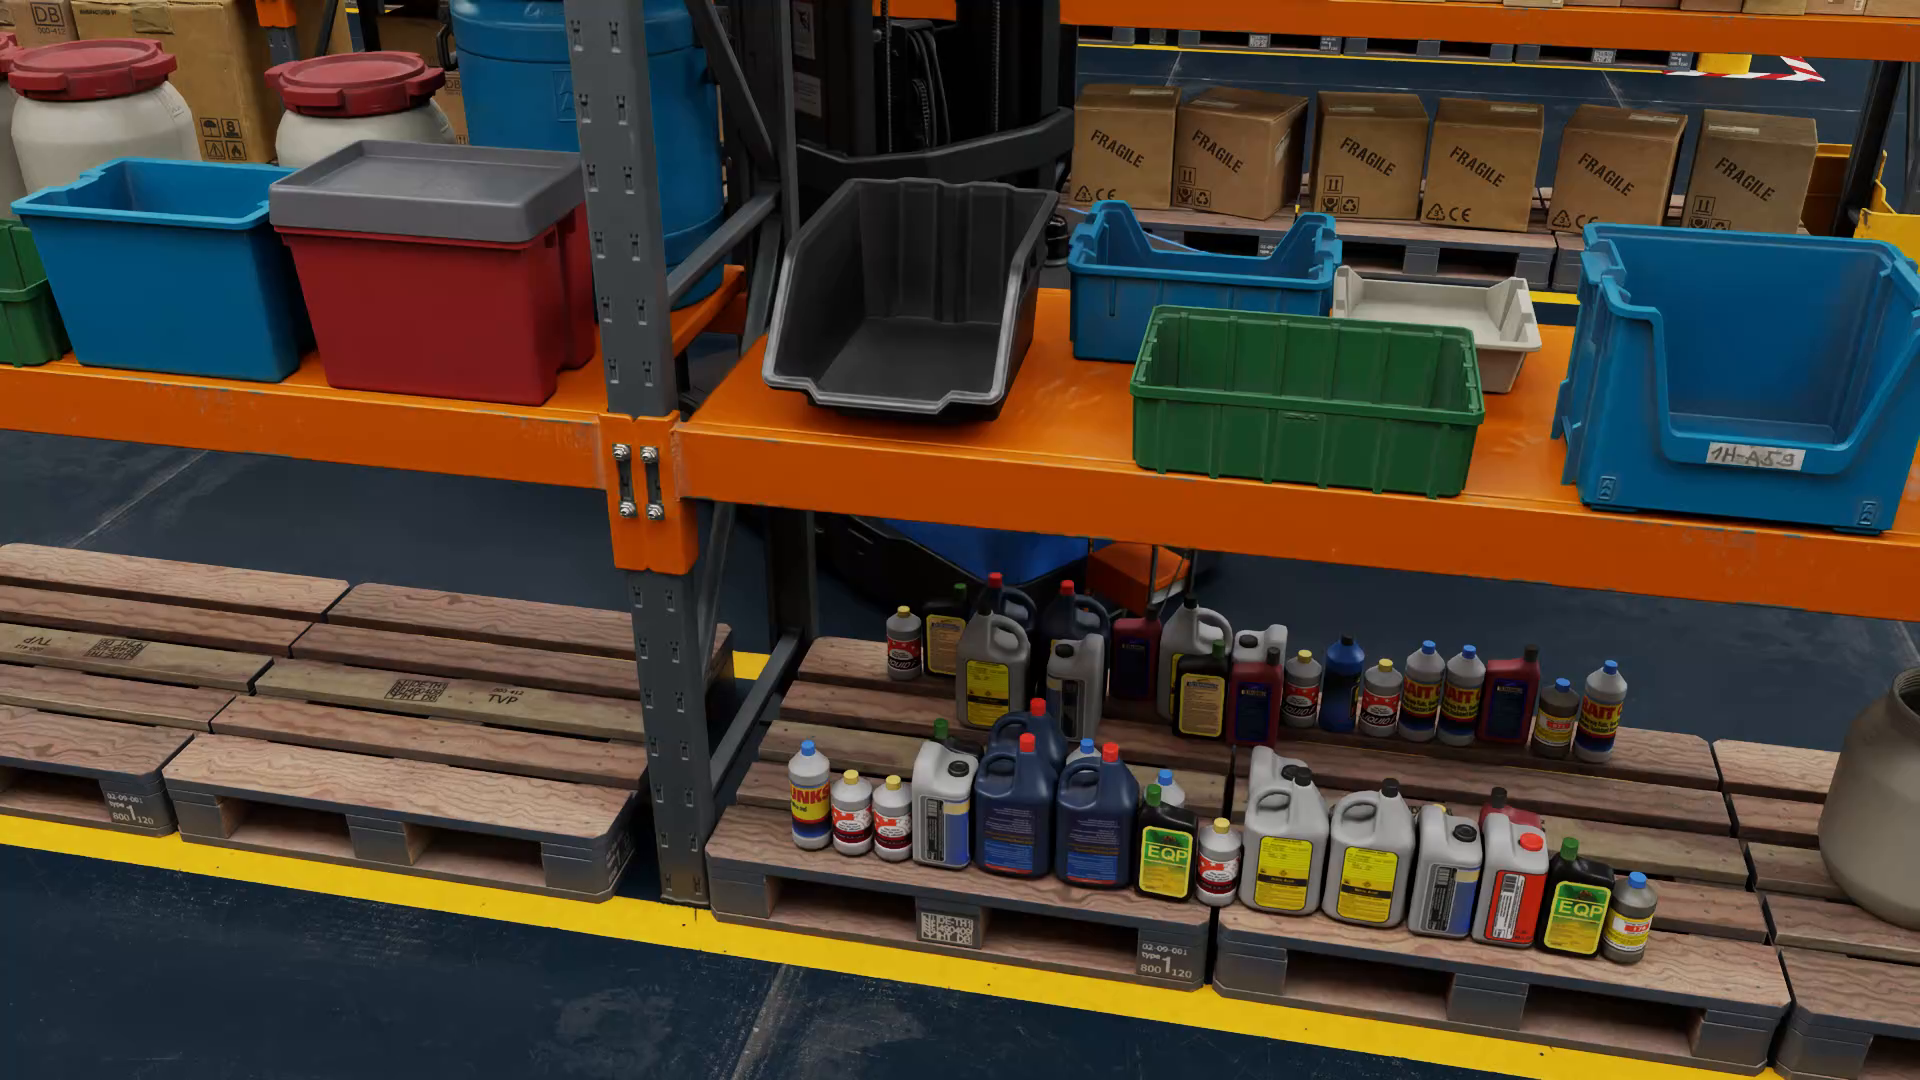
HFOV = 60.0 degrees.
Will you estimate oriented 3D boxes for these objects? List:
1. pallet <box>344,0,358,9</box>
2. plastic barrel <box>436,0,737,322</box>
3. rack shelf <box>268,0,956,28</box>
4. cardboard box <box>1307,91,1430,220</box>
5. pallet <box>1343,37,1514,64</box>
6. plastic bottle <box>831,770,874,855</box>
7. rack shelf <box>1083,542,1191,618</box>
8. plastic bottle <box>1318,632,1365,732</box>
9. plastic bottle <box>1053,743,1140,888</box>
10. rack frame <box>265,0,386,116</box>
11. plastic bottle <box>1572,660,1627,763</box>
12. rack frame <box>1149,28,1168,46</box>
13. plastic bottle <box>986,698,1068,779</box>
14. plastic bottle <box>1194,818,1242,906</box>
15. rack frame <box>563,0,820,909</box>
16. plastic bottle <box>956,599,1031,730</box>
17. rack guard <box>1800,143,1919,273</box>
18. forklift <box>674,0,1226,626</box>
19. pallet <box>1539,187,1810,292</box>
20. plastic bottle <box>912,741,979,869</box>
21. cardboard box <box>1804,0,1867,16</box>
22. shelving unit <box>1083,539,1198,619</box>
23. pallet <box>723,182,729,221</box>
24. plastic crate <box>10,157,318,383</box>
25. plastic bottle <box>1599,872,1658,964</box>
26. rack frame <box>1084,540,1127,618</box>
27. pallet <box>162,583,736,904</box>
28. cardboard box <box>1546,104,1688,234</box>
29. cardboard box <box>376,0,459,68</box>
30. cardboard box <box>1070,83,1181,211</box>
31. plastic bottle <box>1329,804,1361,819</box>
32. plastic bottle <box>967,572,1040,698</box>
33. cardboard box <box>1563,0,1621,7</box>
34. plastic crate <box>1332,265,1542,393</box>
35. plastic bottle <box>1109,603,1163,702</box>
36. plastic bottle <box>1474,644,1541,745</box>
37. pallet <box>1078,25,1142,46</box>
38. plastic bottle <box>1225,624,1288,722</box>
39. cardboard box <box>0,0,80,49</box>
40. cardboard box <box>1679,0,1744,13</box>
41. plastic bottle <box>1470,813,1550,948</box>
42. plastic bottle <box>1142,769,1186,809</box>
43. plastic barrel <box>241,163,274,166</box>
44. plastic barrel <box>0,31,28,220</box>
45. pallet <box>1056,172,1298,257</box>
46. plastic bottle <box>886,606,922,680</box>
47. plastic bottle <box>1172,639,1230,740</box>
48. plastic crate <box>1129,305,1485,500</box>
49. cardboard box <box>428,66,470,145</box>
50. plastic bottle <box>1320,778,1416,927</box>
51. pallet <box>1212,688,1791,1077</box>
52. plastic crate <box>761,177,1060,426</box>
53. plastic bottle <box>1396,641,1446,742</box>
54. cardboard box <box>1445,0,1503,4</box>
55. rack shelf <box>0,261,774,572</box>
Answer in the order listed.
[{"bbox_3d":[-5.467,-4.796,14.290,1.213,0.211,1.003,6,29,11],"label":"pallet"},{"bbox_3d":[-0.888,-1.050,4.021,0.708,0.901,0.600,6,29,11],"label":"plastic barrel"},{"bbox_3d":[-1.495,-2.860,8.599,4.000,0.370,1.077,6,29,11],"label":"rack shelf"},{"bbox_3d":[2.029,-1.924,8.307,0.500,0.500,0.500,3,29,6],"label":"cardboard box"},{"bbox_3d":[3.519,-3.836,12.538,1.213,0.211,1.003,6,29,11],"label":"pallet"},{"bbox_3d":[-0.254,0.634,3.925,0.097,0.201,0.097,0,29,0],"label":"plastic bottle"},{"bbox_3d":[0.532,0.151,4.969,0.215,0.259,0.240,-24,40,-36],"label":"rack shelf"},{"bbox_3d":[0.999,0.363,4.346,0.097,0.271,0.097,0,29,0],"label":"plastic bottle"},{"bbox_3d":[0.314,0.615,3.803,0.185,0.351,0.144,5,29,8],"label":"plastic bottle"},{"bbox_3d":[-3.451,-3.376,8.793,0.127,3.000,1.000,6,29,11],"label":"rack frame"},{"bbox_3d":[1.630,0.428,4.227,0.097,0.271,0.097,0,29,0],"label":"plastic bottle"},{"bbox_3d":[1.595,-5.294,12.296,0.127,3.000,1.000,6,29,11],"label":"rack frame"},{"bbox_3d":[0.159,0.528,3.962,0.185,0.351,0.144,6,29,11],"label":"plastic bottle"},{"bbox_3d":[0.586,0.720,3.767,0.097,0.201,0.097,0,29,0],"label":"plastic bottle"},{"bbox_3d":[-0.574,-0.649,3.811,0.127,3.000,1.000,6,29,11],"label":"rack frame"},{"bbox_3d":[0.086,0.317,4.347,0.185,0.351,0.144,6,29,11],"label":"plastic bottle"},{"bbox_3d":[4.298,-1.485,7.941,0.348,0.500,1.175,6,29,11],"label":"rack guard"},{"bbox_3d":[-0.453,-1.570,5.565,1.130,2.935,3.031,-22,36,-35],"label":"forklift"},{"bbox_3d":[3.511,-1.456,8.190,1.213,0.211,1.003,6,29,11],"label":"pallet"},{"bbox_3d":[-0.032,0.610,3.889,0.135,0.276,0.152,7,29,12],"label":"plastic bottle"},{"bbox_3d":[3.806,-2.420,7.309,0.250,0.149,0.380,6,29,11],"label":"cardboard box"},{"bbox_3d":[0.542,-0.097,4.821,0.215,1.050,0.252,-24,40,-36],"label":"shelving unit"},{"bbox_3d":[-1.498,-1.950,9.092,1.213,0.211,1.003,6,29,11],"label":"pallet"},{"bbox_3d":[-1.717,-0.606,3.750,0.575,0.384,0.392,6,29,11],"label":"plastic crate"},{"bbox_3d":[1.451,0.809,3.605,0.097,0.201,0.097,0,29,0],"label":"plastic bottle"},{"bbox_3d":[0.460,-0.145,4.897,0.200,1.050,0.008,-24,40,-36],"label":"rack frame"},{"bbox_3d":[-1.350,0.514,4.591,1.213,0.211,1.003,6,29,11],"label":"pallet"},{"bbox_3d":[3.174,-1.776,8.036,0.500,0.500,0.500,14,32,24],"label":"cardboard box"},{"bbox_3d":[-2.790,-2.748,9.010,0.500,0.250,0.500,7,29,13],"label":"cardboard box"},{"bbox_3d":[0.844,-2.004,8.452,0.500,0.500,0.500,5,29,9],"label":"cardboard box"},{"bbox_3d":[0.894,0.681,3.839,0.097,0.201,0.097,0,29,0],"label":"plastic bottle"},{"bbox_3d":[0.116,0.250,4.471,0.185,0.351,0.144,5,29,9],"label":"plastic bottle"},{"bbox_3d":[2.825,-2.513,7.478,0.250,0.149,0.380,6,29,11],"label":"cardboard box"},{"bbox_3d":[1.067,-0.489,3.794,0.437,0.136,0.530,6,29,11],"label":"plastic crate"},{"bbox_3d":[0.472,0.295,4.458,0.133,0.283,0.061,8,30,14],"label":"plastic bottle"},{"bbox_3d":[1.413,0.392,4.282,0.133,0.283,0.061,6,29,11],"label":"plastic bottle"},{"bbox_3d":[0.825,-4.113,13.042,1.213,0.211,1.003,6,29,11],"label":"pallet"},{"bbox_3d":[0.778,0.352,4.361,0.135,0.276,0.152,6,29,11],"label":"plastic bottle"},{"bbox_3d":[-4.992,-2.800,9.516,0.875,0.875,1.225,6,29,11],"label":"cardboard box"},{"bbox_3d":[3.310,-2.454,7.370,0.250,0.149,0.380,6,29,11],"label":"cardboard box"},{"bbox_3d":[1.210,0.738,3.657,0.135,0.276,0.152,6,29,11],"label":"plastic bottle"},{"bbox_3d":[0.465,0.647,3.828,0.097,0.271,0.097,0,29,0],"label":"plastic bottle"},{"bbox_3d":[-1.836,-0.793,4.218,0.301,0.262,0.301,0,29,0],"label":"plastic barrel"},{"bbox_3d":[-2.604,-1.024,4.356,0.433,0.535,0.433,0,29,0],"label":"plastic barrel"},{"bbox_3d":[1.125,-1.701,8.637,1.213,0.211,1.003,6,29,11],"label":"pallet"},{"bbox_3d":[-0.154,0.276,4.578,0.097,0.201,0.097,0,29,0],"label":"plastic bottle"},{"bbox_3d":[0.624,0.381,4.300,0.133,0.283,0.061,6,29,11],"label":"plastic bottle"},{"bbox_3d":[0.695,-0.287,3.371,0.662,0.188,0.450,6,29,11],"label":"plastic crate"},{"bbox_3d":[-2.792,-2.415,9.182,0.500,0.500,0.700,4,29,8],"label":"cardboard box"},{"bbox_3d":[0.911,0.676,3.691,0.185,0.351,0.144,7,29,13],"label":"plastic bottle"},{"bbox_3d":[1.271,0.783,4.100,1.213,0.211,1.003,6,29,11],"label":"pallet"},{"bbox_3d":[-0.088,-0.509,3.621,0.504,0.338,0.767,6,29,11],"label":"plastic crate"},{"bbox_3d":[1.197,0.384,4.309,0.097,0.271,0.097,0,29,0],"label":"plastic bottle"},{"bbox_3d":[2.332,-2.554,7.553,0.250,0.149,0.380,6,29,11],"label":"cardboard box"},{"bbox_3d":[-2.529,-0.534,4.350,4.000,0.370,1.077,6,29,11],"label":"rack shelf"}]
